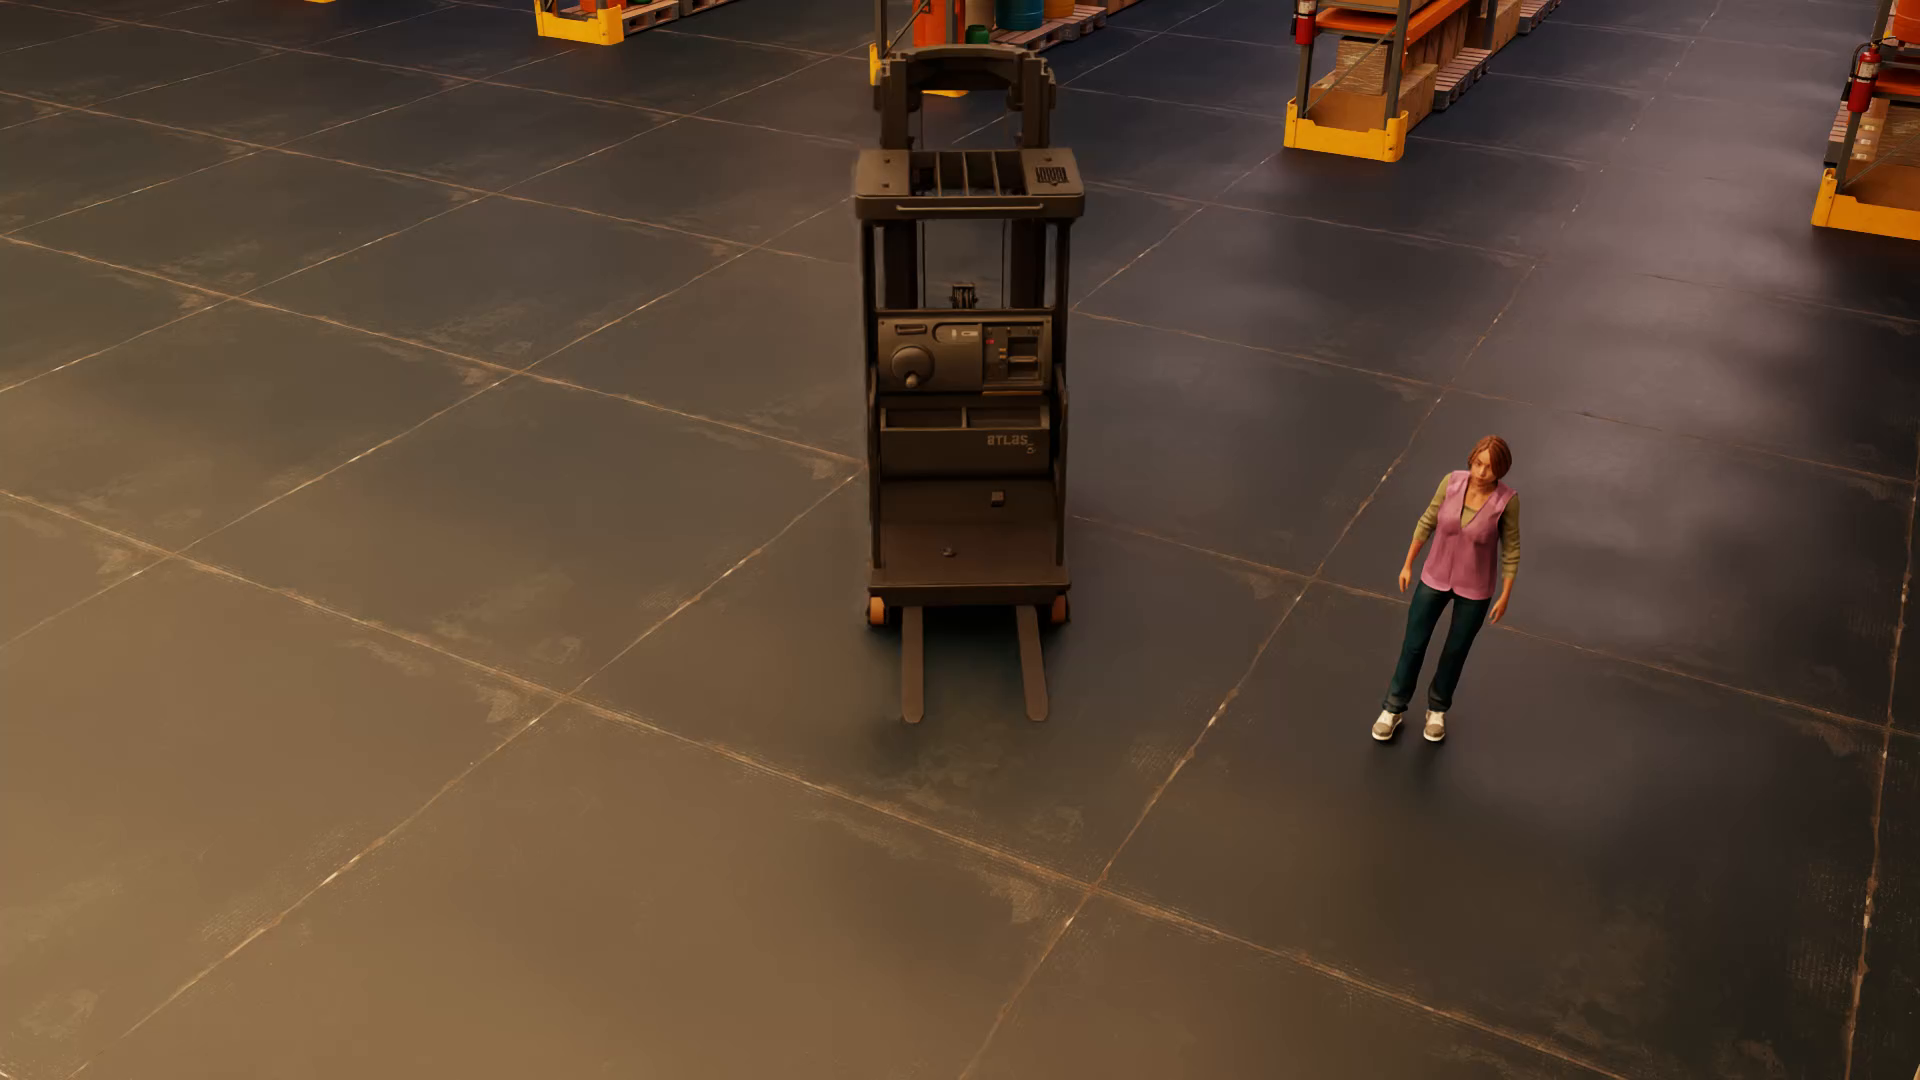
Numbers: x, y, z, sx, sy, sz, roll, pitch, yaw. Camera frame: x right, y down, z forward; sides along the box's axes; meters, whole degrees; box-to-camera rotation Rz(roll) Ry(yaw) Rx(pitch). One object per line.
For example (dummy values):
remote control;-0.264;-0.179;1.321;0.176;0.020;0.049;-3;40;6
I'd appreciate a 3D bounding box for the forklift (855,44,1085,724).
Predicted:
forklift;0.037;-0.954;8.724;1.130;2.935;3.031;-1;30;-1

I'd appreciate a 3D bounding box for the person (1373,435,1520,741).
person;2.350;0.267;7.950;0.527;1.589;0.469;15;33;24
